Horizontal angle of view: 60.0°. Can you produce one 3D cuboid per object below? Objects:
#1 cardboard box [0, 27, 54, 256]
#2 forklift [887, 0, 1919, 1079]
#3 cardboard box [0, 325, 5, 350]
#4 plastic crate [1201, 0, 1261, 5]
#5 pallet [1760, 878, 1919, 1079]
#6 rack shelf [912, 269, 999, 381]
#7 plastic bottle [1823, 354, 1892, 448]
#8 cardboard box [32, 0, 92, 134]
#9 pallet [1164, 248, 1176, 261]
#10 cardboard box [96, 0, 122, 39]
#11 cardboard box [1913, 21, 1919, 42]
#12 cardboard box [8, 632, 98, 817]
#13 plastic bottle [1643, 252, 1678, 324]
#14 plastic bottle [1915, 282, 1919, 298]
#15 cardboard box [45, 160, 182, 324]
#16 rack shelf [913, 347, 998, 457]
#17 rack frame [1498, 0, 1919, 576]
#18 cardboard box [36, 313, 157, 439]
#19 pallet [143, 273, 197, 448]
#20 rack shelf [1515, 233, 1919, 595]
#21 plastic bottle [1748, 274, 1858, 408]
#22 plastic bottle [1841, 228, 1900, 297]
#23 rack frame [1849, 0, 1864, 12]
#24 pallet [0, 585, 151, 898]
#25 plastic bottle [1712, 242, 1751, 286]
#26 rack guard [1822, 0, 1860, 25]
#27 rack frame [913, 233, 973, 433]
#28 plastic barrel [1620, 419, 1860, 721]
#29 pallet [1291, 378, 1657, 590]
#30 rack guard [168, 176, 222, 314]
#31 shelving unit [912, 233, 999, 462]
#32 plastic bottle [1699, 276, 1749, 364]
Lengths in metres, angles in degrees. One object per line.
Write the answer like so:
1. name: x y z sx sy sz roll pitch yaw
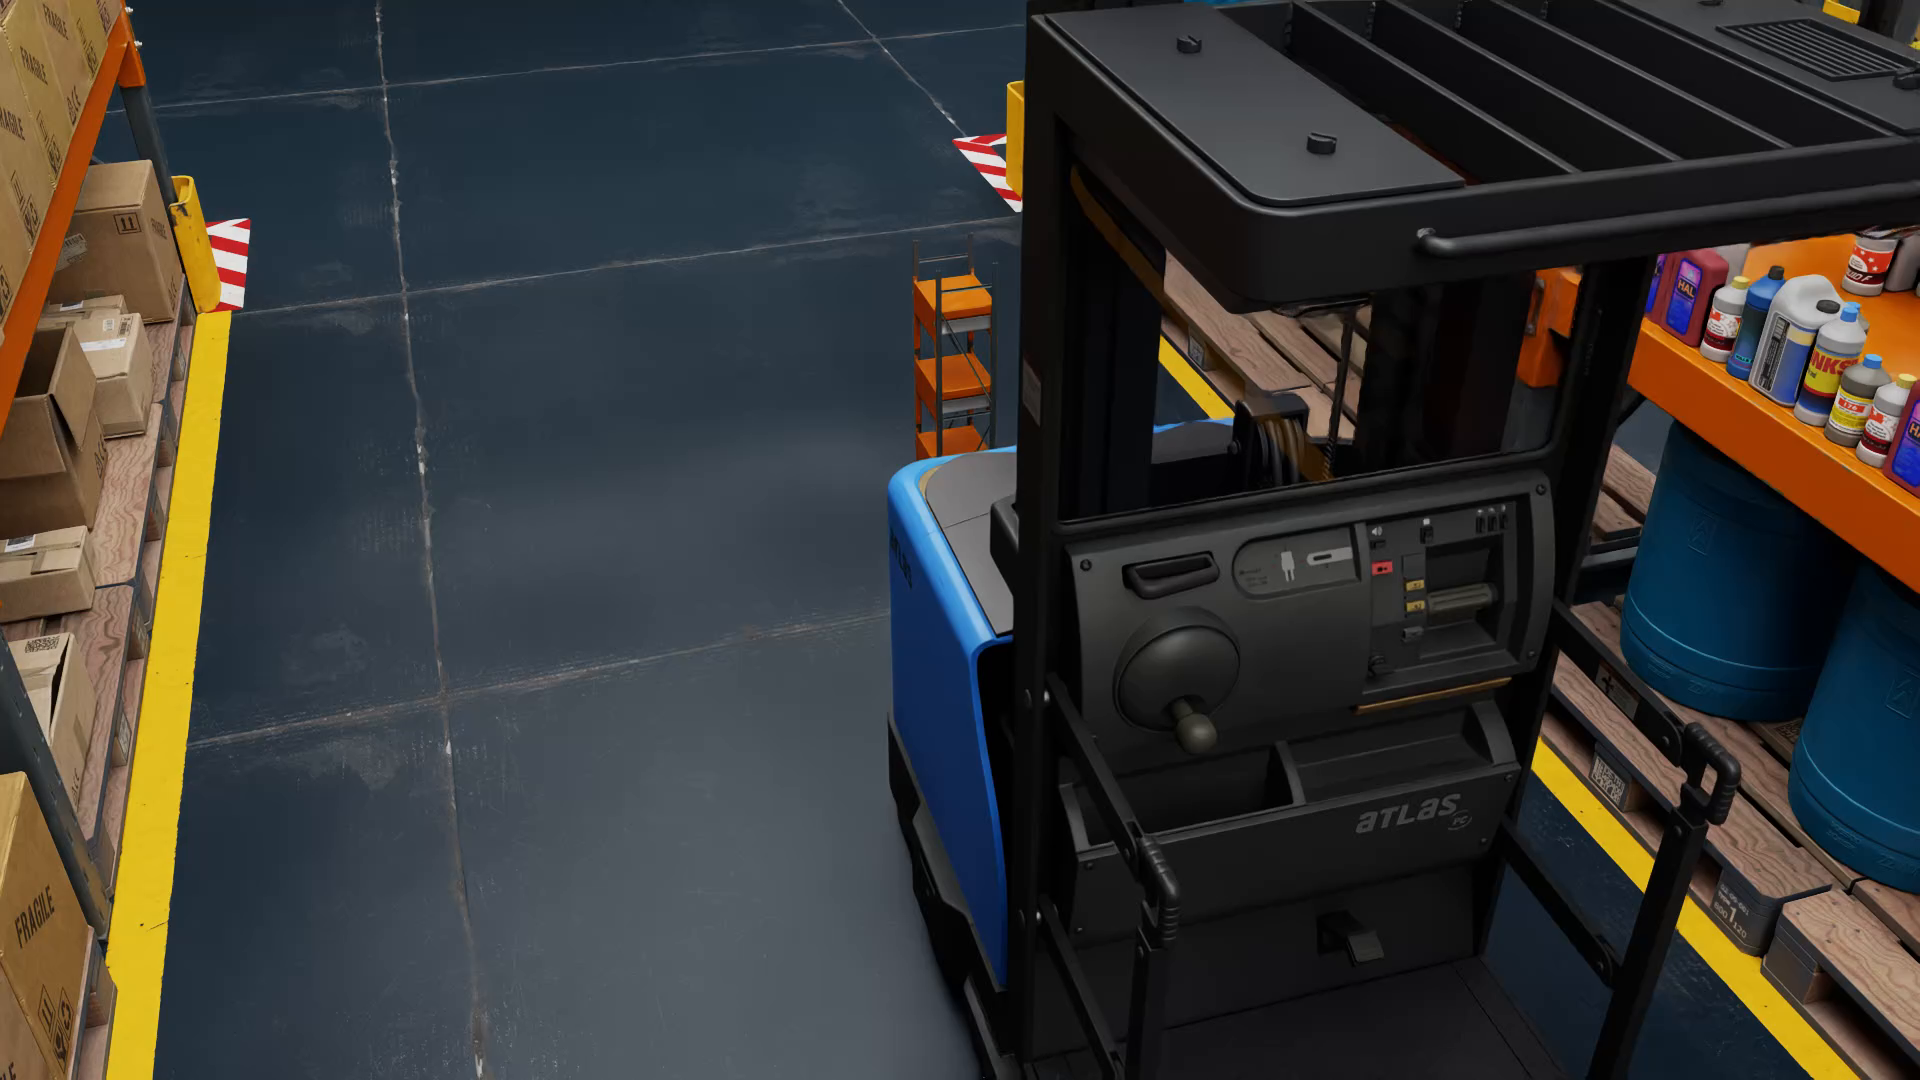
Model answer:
1. cardboard box: -2.858 -1.069 4.556 0.500 0.500 0.500 -10 35 -15
2. forklift: 0.705 0.189 2.806 1.130 2.935 3.031 -9 35 -13
3. cardboard box: -2.548 -0.537 3.752 0.500 0.500 0.500 -9 35 -13
4. plastic crate: 1.101 -2.035 6.206 0.416 0.233 0.300 -10 35 -15
5. pallet: 2.638 1.204 3.737 1.003 0.211 1.213 -10 35 -15
6. rack shelf: -0.016 -0.694 5.352 0.215 0.259 0.240 -10 35 -15
7. plastic bottle: 1.995 -0.315 3.685 0.097 0.201 0.097 0 33 0
8. cardboard box: -3.168 -1.600 5.360 0.500 0.500 0.500 -10 35 -14
9. pallet: 1.061 -1.510 7.844 1.003 0.211 1.213 -10 35 -15
10. cardboard box: -3.476 -2.135 6.169 0.500 0.500 0.500 -9 35 -13
11. cardboard box: 5.834 -2.912 8.983 0.875 0.875 0.875 -10 35 -15
12. cardboard box: -2.574 0.499 4.313 0.500 0.311 0.500 -10 35 -15
13. plastic bottle: 1.772 -0.700 4.195 0.061 0.283 0.133 -10 35 -15
14. plastic bottle: 2.556 -0.722 4.301 0.097 0.201 0.097 0 33 0
15. cardboard box: -3.472 -1.179 6.682 0.500 0.500 0.500 -10 35 -15
16. rack shelf: -0.016 -0.457 5.509 0.215 0.259 0.240 -10 35 -15
17. rack frame: 2.066 -1.013 4.563 1.000 3.000 0.127 -10 35 -15
18. cardboard box: -3.211 -0.571 5.988 0.500 0.250 0.500 -10 35 -15
19. pallet: -3.605 -0.661 6.558 1.003 0.211 1.213 -10 35 -15
20. rack shelf: 2.676 0.337 3.172 1.077 0.370 4.000 -10 35 -15
21. plastic bottle: 1.956 -0.462 3.841 0.152 0.276 0.135 -10 35 -15
22. plastic bottle: 2.381 -0.747 4.340 0.097 0.201 0.097 0 33 0
23. rack frame: 5.563 -3.946 9.001 1.000 3.000 0.127 -10 35 -15
24. pallet: -2.861 0.621 4.620 1.003 0.211 1.213 -10 35 -15
25. plastic bottle: 1.877 -0.732 4.182 0.144 0.351 0.185 -10 35 -15
26. rack guard: 5.556 -2.916 9.709 1.175 0.500 0.348 -10 35 -15
27. rack frame: -0.054 -0.530 5.600 0.200 1.050 0.008 -10 35 -15
28. plastic barrel: 2.216 -0.025 4.589 0.600 0.901 0.708 -10 35 -15
29. pallet: 1.805 -0.229 5.906 1.003 0.211 1.213 -10 35 -15
30. rack guard: -3.849 -1.200 7.112 1.175 0.500 0.348 -10 35 -15
31. shelving unit: -0.016 -0.466 5.503 0.215 1.050 0.252 -10 35 -15
32. plastic bottle: 1.865 -0.539 4.024 0.097 0.201 0.097 0 33 0
